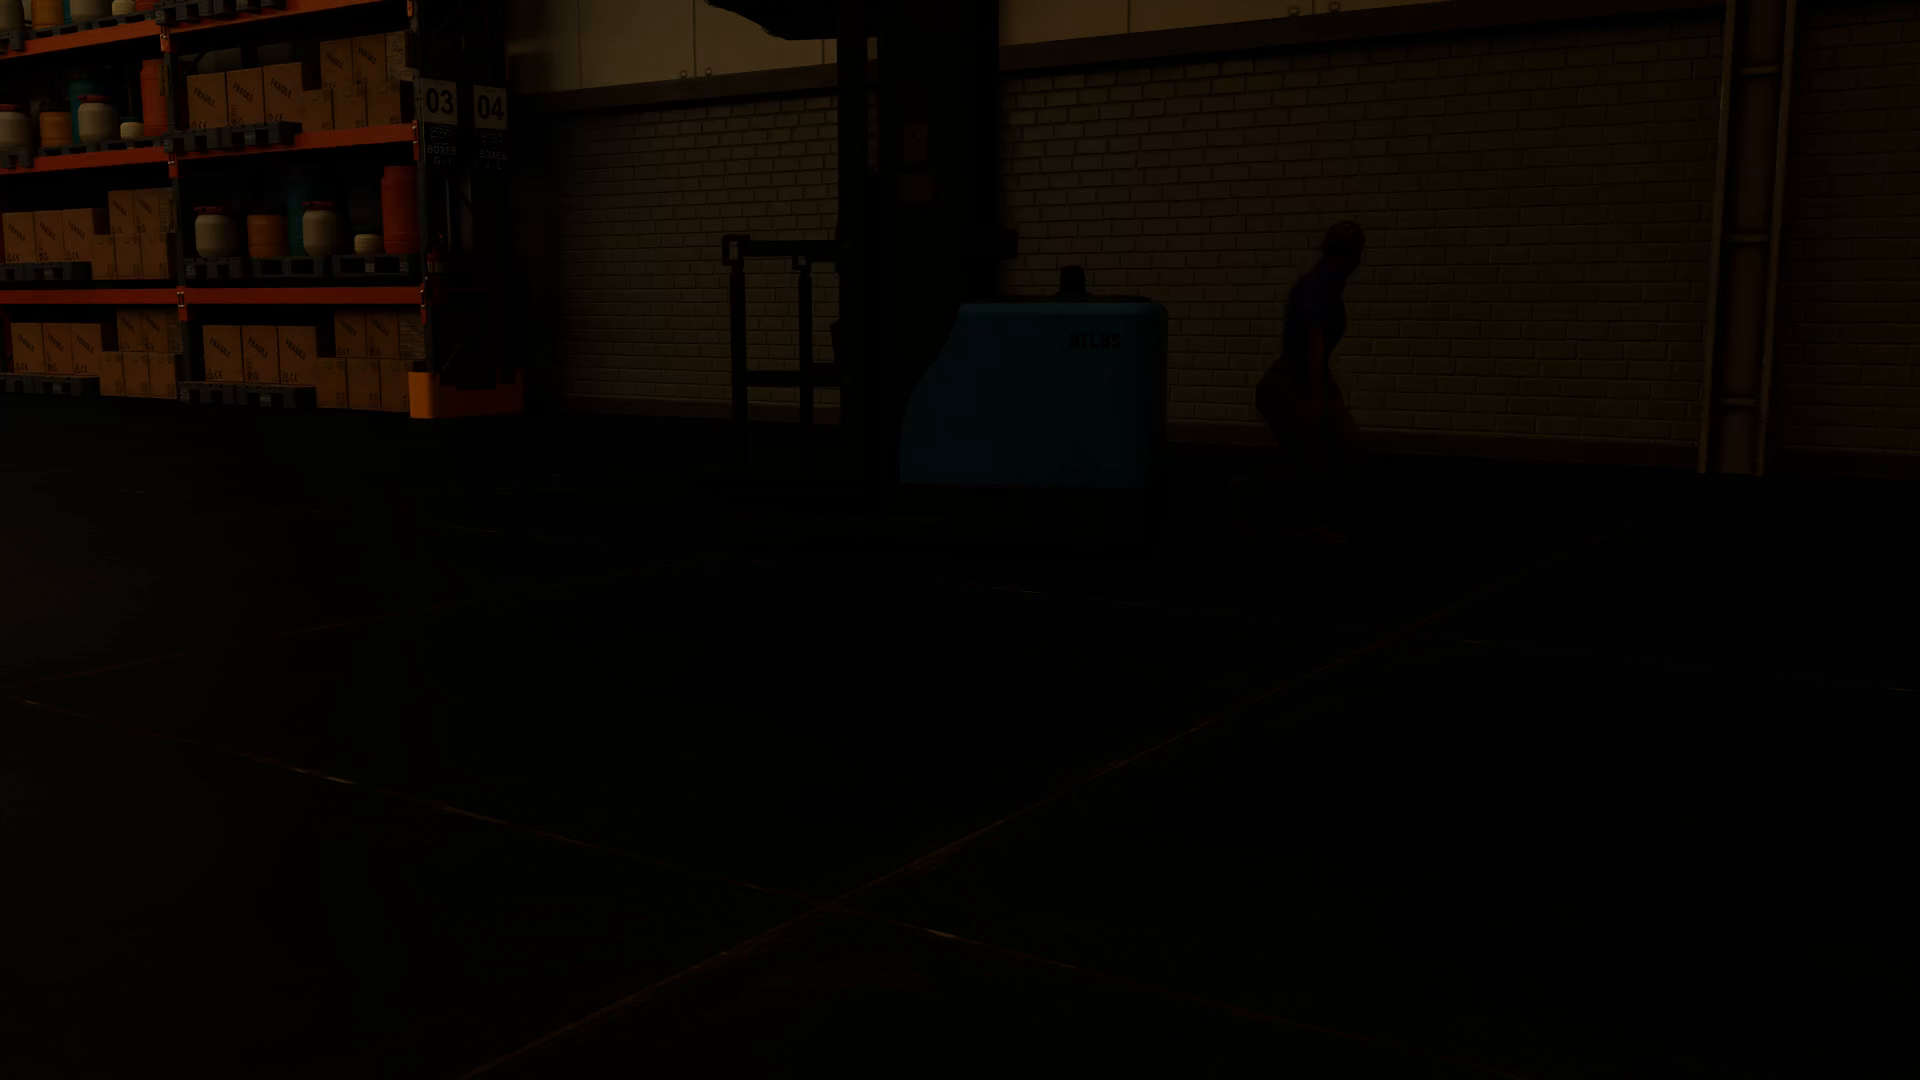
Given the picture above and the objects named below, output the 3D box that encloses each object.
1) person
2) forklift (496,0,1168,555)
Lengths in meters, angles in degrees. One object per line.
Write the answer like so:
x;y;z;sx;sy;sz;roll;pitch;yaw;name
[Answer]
1.519;-0.694;7.439;0.620;1.449;0.746;5;10;32;person
-0.596;-1.469;7.520;3.031;2.935;1.130;2;8;12;forklift
